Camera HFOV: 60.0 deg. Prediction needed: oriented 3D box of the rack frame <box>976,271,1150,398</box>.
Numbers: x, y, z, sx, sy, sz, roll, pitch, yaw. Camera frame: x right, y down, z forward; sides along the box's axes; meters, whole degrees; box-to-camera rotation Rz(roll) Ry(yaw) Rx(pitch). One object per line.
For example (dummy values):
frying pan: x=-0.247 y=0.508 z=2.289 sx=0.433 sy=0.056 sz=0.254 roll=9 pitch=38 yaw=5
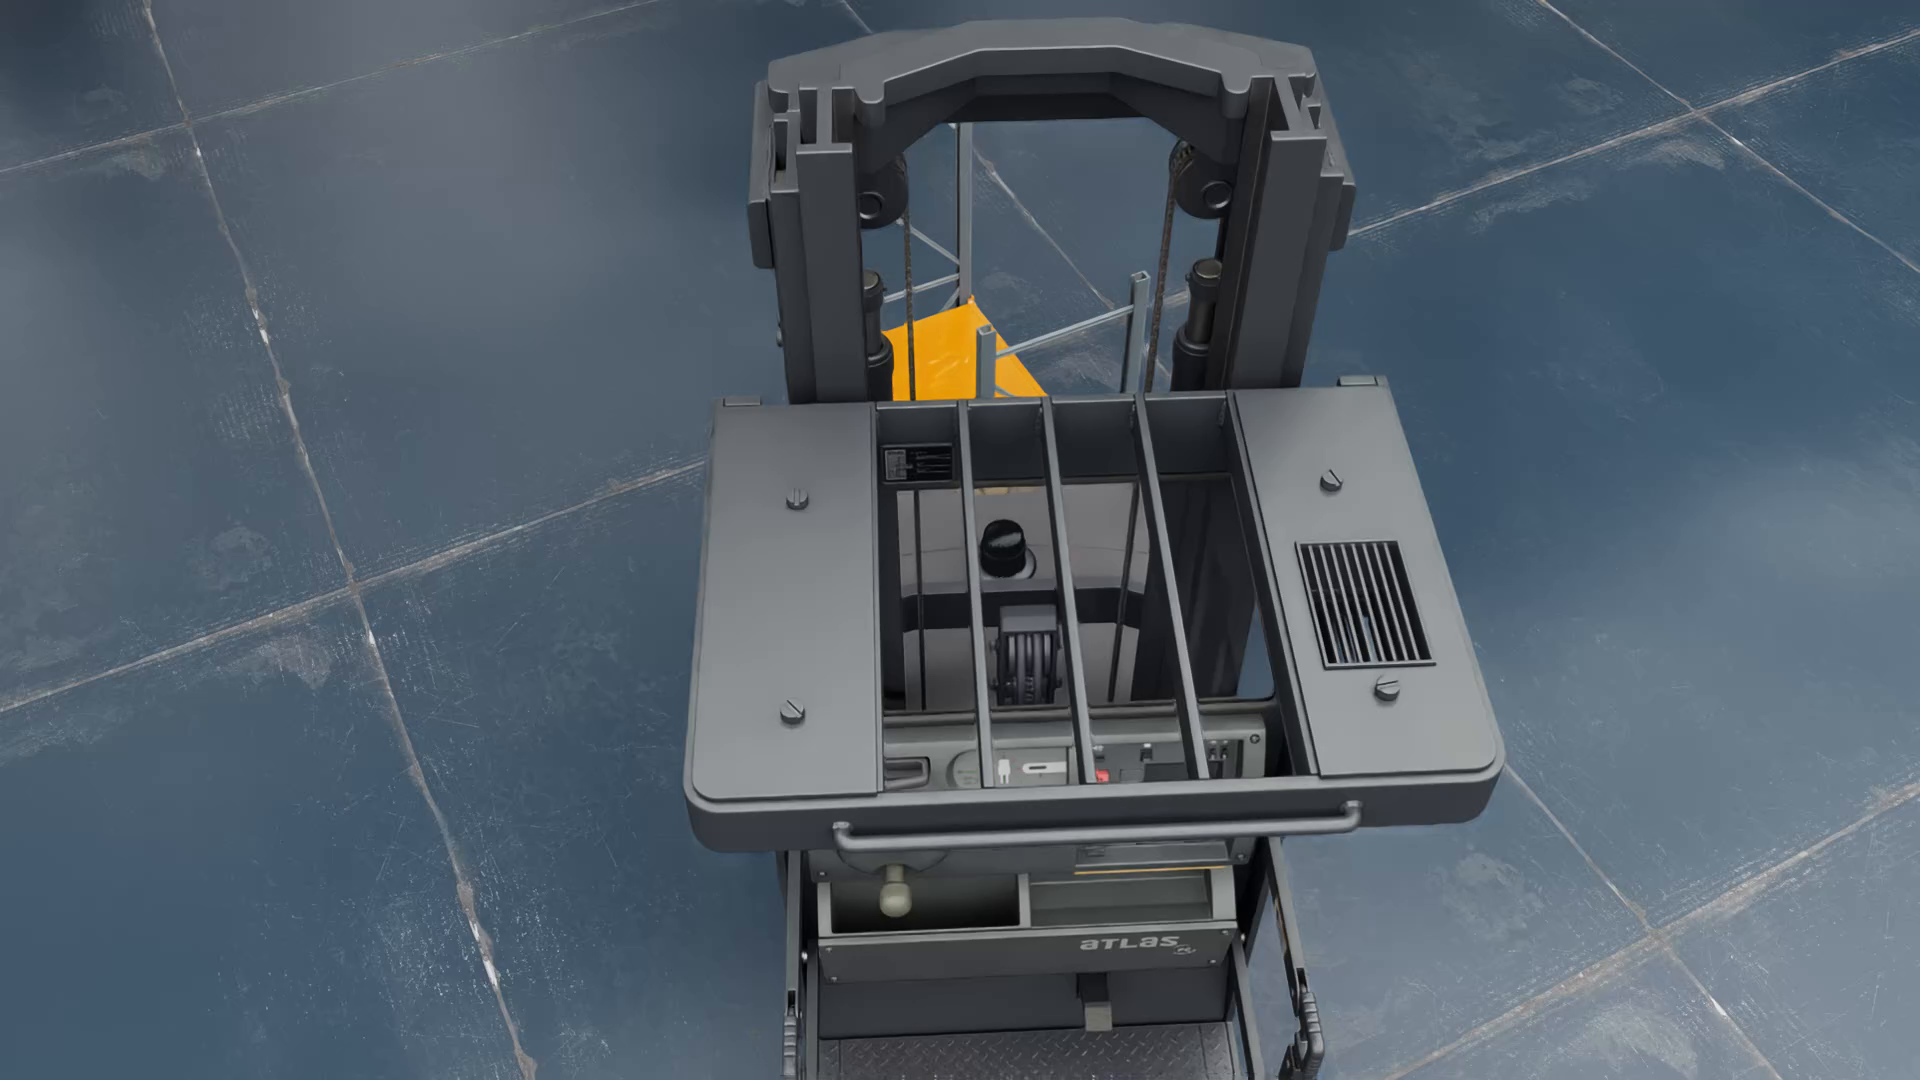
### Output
rack frame: x=0.270 y=-0.120 z=4.859 sx=0.500 sy=1.500 sz=0.032 roll=-21 pitch=52 yaw=-17

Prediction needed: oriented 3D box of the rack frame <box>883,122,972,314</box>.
rack frame: x=-0.192 y=-0.802 z=5.455 sx=0.500 sy=1.500 sz=0.032 roll=-21 pitch=52 yaw=-17

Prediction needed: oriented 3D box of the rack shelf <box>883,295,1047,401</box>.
rack shelf: x=0.039 y=-0.343 z=5.292 sx=0.538 sy=0.185 sz=1.000 roll=-21 pitch=52 yaw=-17

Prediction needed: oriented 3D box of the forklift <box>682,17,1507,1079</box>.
forklift: x=0.161 y=0.659 z=3.226 sx=1.130 sy=2.935 sz=3.031 roll=-2 pitch=49 yaw=-2

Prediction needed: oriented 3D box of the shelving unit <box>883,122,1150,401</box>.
shelving unit: x=0.035 y=-0.467 z=5.162 sx=0.587 sy=1.500 sz=1.083 roll=-21 pitch=52 yaw=-17
